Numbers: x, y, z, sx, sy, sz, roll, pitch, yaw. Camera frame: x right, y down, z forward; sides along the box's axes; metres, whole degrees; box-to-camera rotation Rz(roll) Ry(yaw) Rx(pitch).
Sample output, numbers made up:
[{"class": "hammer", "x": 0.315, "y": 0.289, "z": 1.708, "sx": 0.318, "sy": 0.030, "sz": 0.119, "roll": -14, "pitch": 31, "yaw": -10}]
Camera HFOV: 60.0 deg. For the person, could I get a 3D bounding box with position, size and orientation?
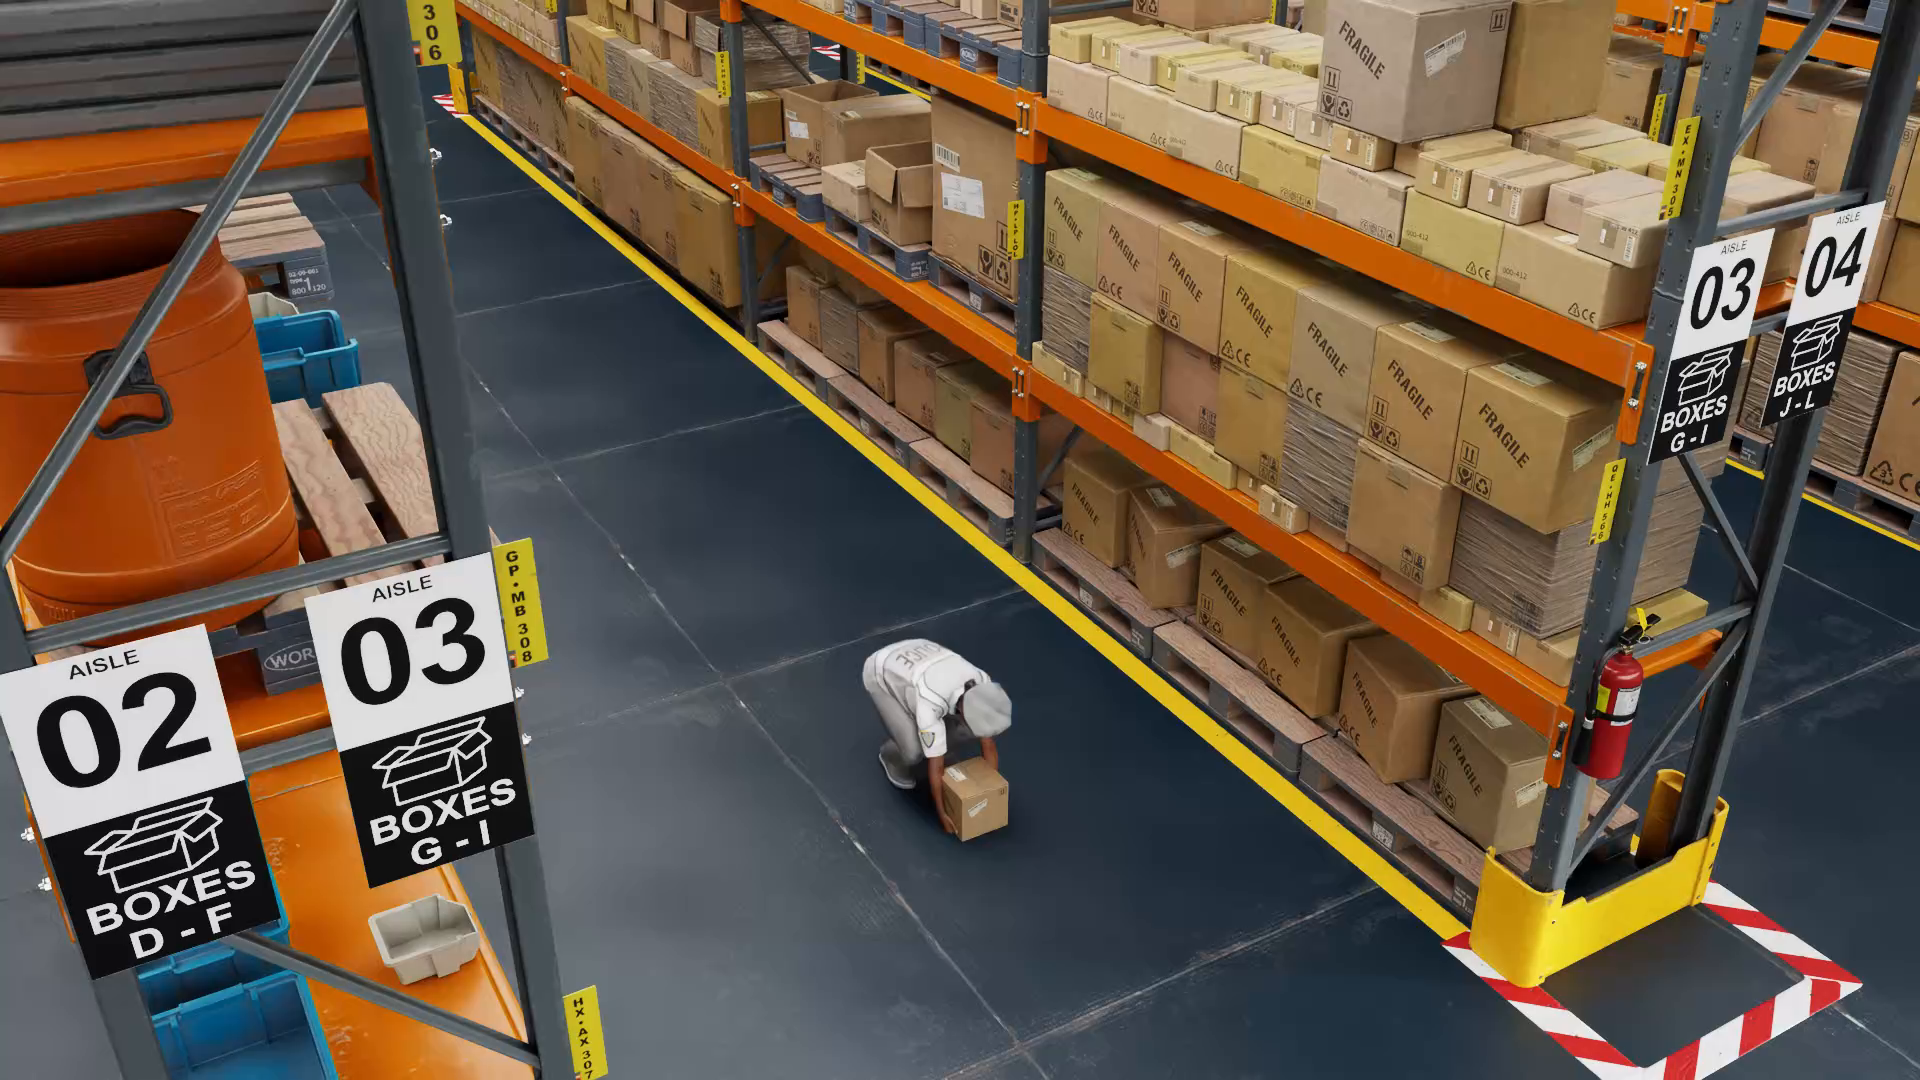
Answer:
[{"class": "person", "x": -0.117, "y": 0.866, "z": 7.938, "sx": 0.443, "sy": 0.802, "sz": 0.924, "roll": -17, "pitch": 33, "yaw": -28}]
